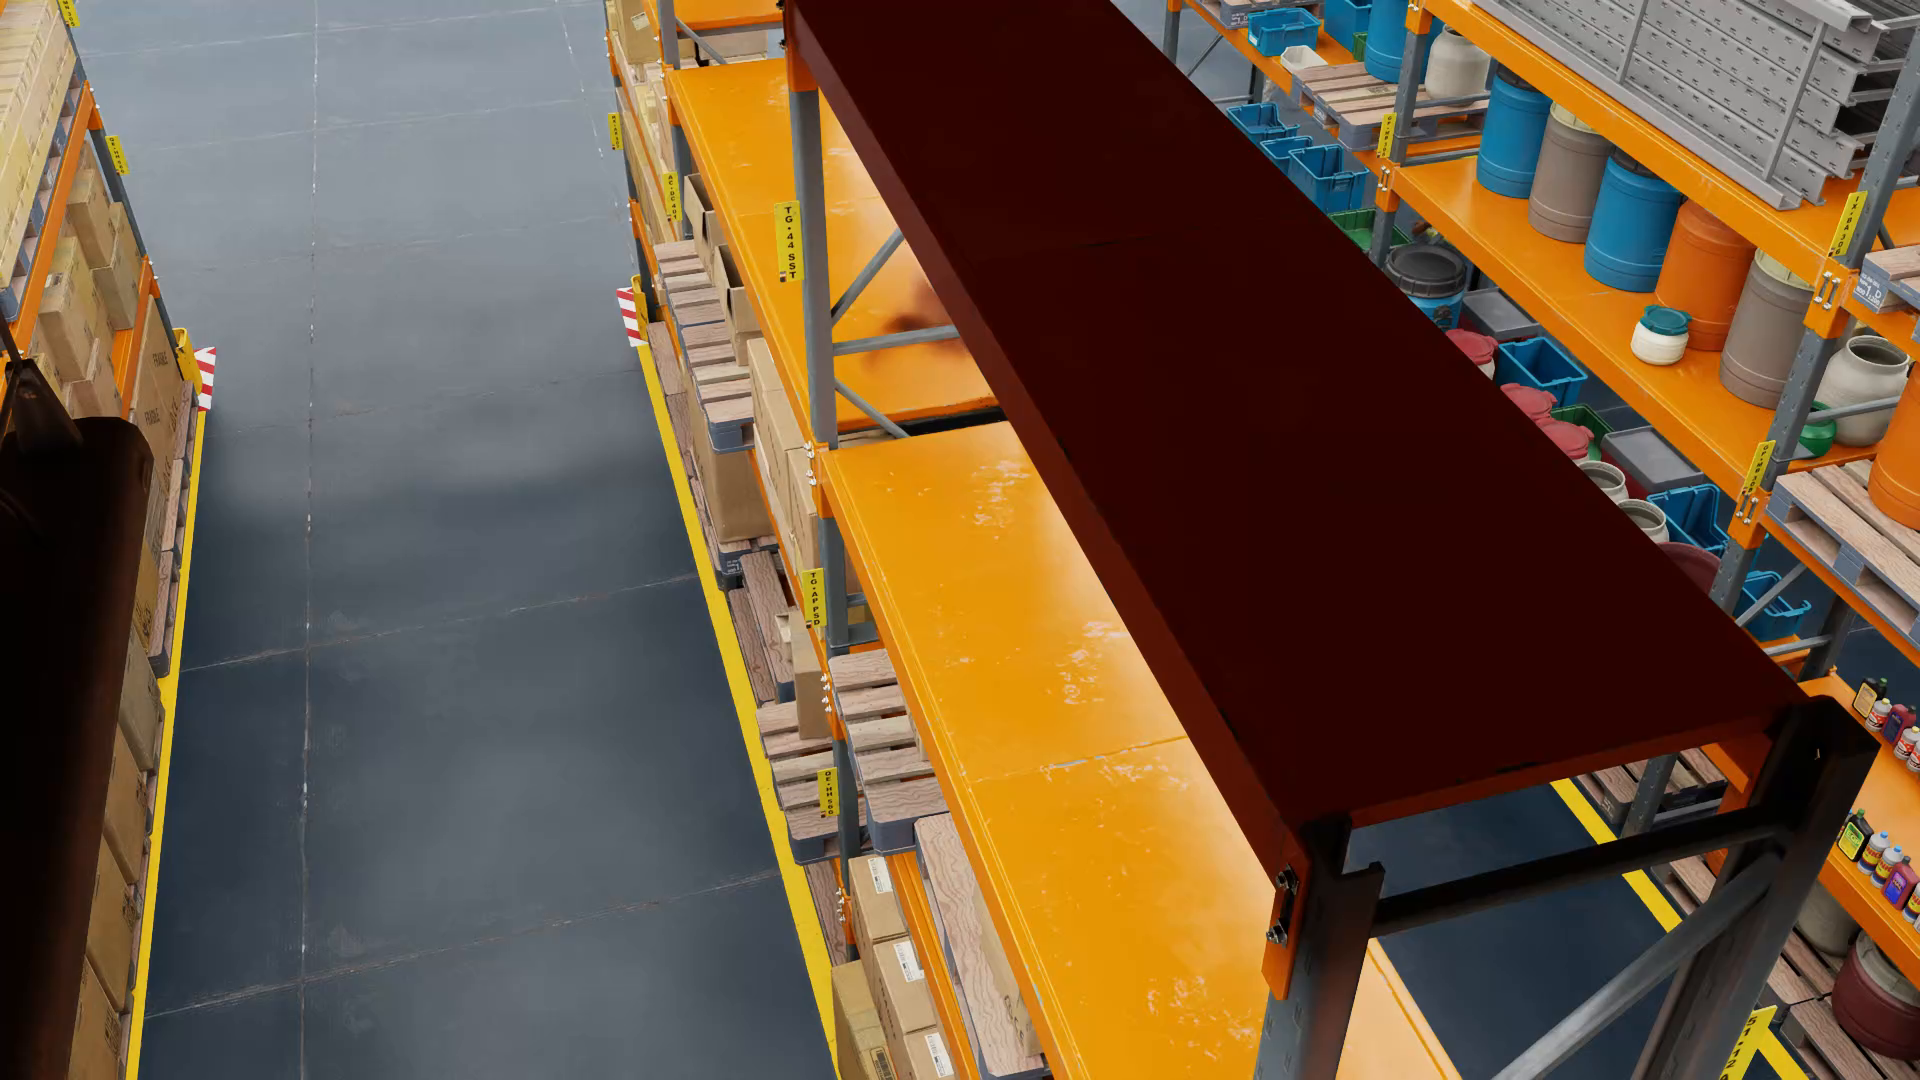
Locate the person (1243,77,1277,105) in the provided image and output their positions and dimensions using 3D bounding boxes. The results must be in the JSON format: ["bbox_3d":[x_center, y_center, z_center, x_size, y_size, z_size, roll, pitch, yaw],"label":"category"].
[{"bbox_3d":[3.810,-5.594,18.483,1.144,1.797,0.650,8,39,9],"label":"person"}]

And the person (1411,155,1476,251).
[{"bbox_3d":[4.345,-2.851,15.031,0.692,1.724,0.582,-16,41,-19],"label":"person"}]
